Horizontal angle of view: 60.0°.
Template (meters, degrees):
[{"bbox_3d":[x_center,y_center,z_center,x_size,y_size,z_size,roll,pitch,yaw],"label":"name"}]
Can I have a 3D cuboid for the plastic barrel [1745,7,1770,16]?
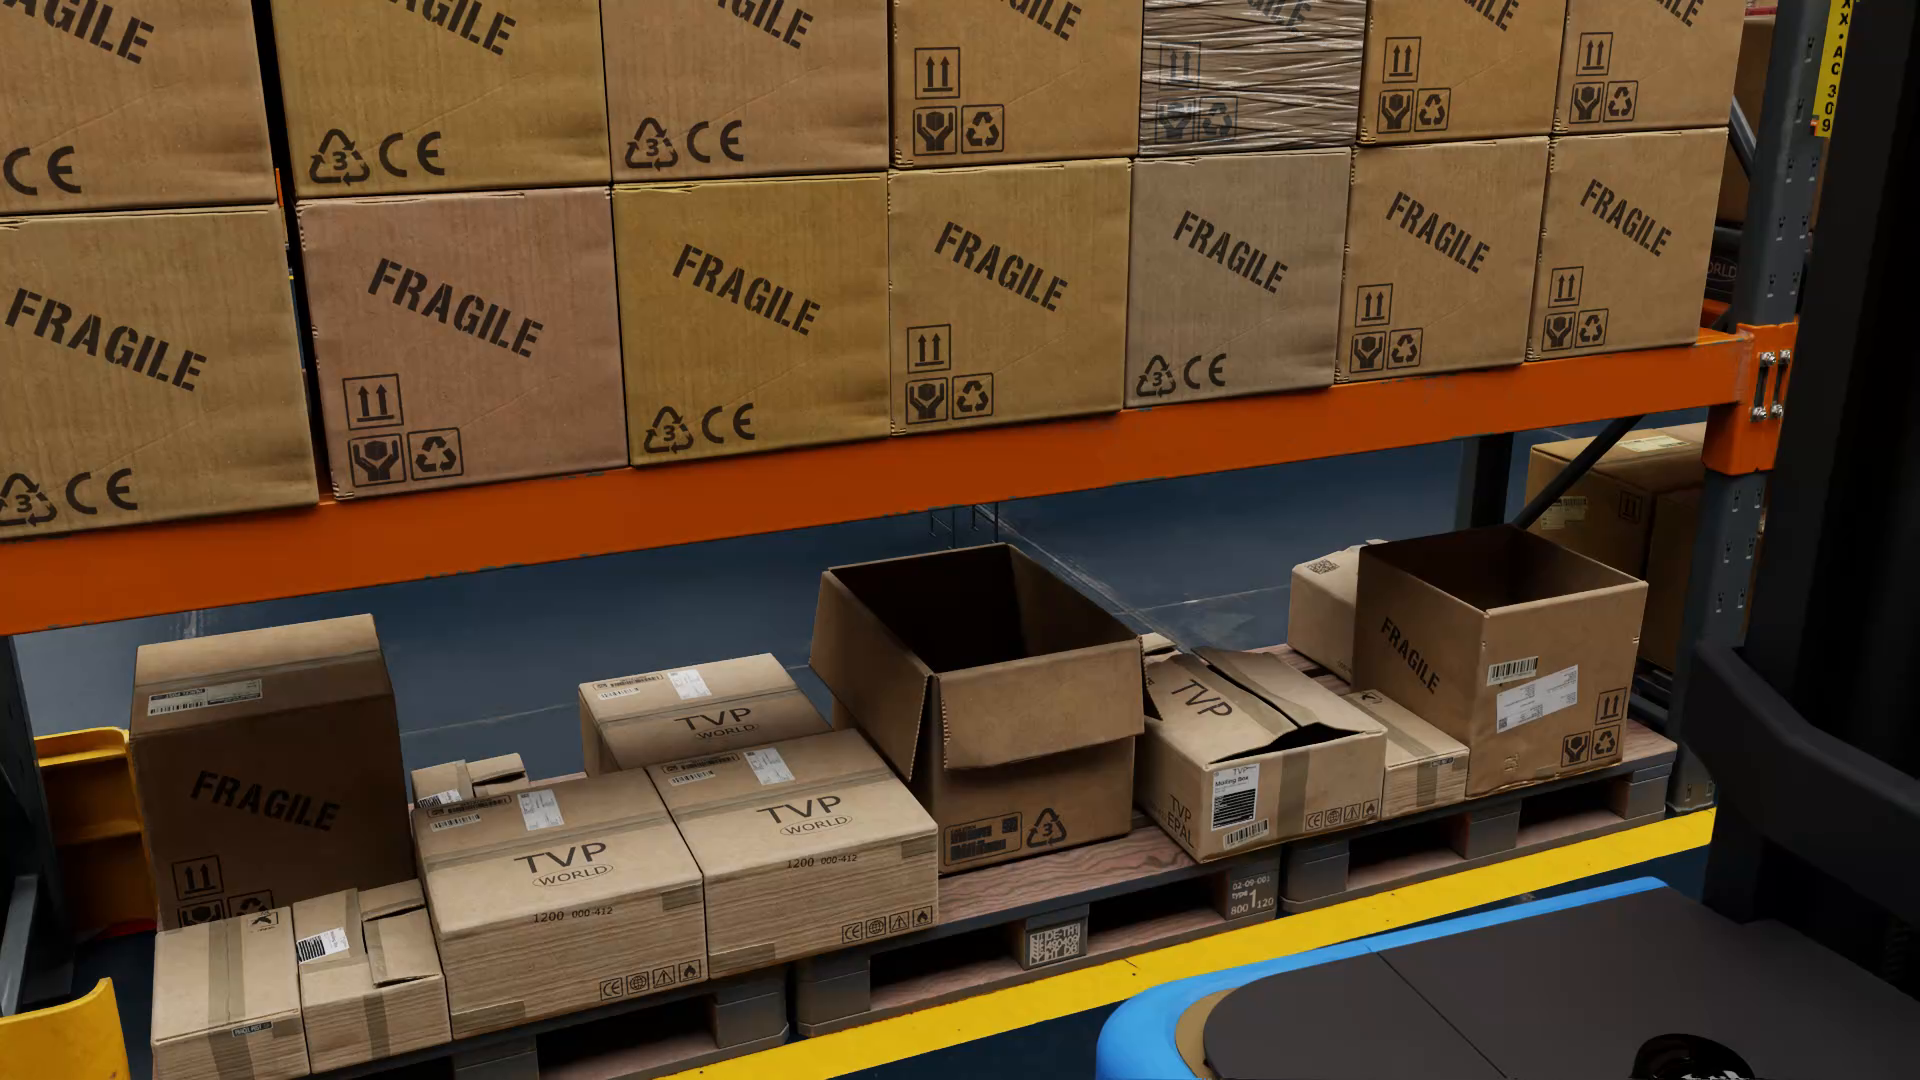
[{"bbox_3d":[5.122,-3.253,11.041,0.433,0.535,0.433,0,19,0],"label":"plastic barrel"}]

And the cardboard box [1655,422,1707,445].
[{"bbox_3d":[2.568,-0.082,5.339,0.500,0.500,0.500,-8,21,-22],"label":"cardboard box"}]

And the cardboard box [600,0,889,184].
[{"bbox_3d":[-0.451,-0.944,3.031,0.500,0.500,0.500,-8,21,-21],"label":"cardboard box"}]

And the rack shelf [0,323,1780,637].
[{"bbox_3d":[-0.065,-0.236,3.759,4.000,0.370,1.077,-8,21,-22],"label":"rack shelf"}]

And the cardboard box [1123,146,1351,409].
[{"bbox_3d":[0.470,-0.605,3.573,0.500,0.500,0.500,-8,21,-21],"label":"cardboard box"}]

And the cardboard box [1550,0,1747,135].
[{"bbox_3d":[1.409,-1.212,3.791,0.500,0.500,0.500,-8,21,-22],"label":"cardboard box"}]

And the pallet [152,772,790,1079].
[{"bbox_3d":[-1.100,0.888,3.682,1.213,0.211,1.003,-8,21,-22],"label":"pallet"}]

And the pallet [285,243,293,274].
[{"bbox_3d":[-5.119,-2.147,12.303,1.213,0.211,1.003,-8,21,-22],"label":"pallet"}]

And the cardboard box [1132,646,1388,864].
[{"bbox_3d":[0.672,0.482,4.021,0.500,0.311,0.500,-8,21,-22],"label":"cardboard box"}]

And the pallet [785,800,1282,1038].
[{"bbox_3d":[0.018,0.729,4.134,1.213,0.211,1.003,-8,21,-22],"label":"pallet"}]

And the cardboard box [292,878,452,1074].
[{"bbox_3d":[-1.151,0.834,3.242,0.250,0.166,0.380,-8,21,-22],"label":"cardboard box"}]

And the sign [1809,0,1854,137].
[{"bbox_3d":[1.993,-1.082,3.776,0.005,0.325,0.100,-8,21,-22],"label":"sign"}]

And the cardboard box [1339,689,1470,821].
[{"bbox_3d":[1.040,0.528,4.136,0.250,0.149,0.380,-8,21,-22],"label":"cardboard box"}]

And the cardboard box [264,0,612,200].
[{"bbox_3d":[-0.913,-0.880,2.849,0.500,0.500,0.500,-8,21,-21],"label":"cardboard box"}]

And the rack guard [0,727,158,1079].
[{"bbox_3d":[-1.832,0.857,3.336,0.348,0.500,1.175,-8,21,-22],"label":"rack guard"}]

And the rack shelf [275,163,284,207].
[{"bbox_3d":[-2.024,-1.747,8.050,4.000,0.370,1.077,-8,21,-22],"label":"rack shelf"}]

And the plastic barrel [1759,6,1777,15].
[{"bbox_3d":[5.519,-3.310,11.203,0.433,0.535,0.433,0,19,0],"label":"plastic barrel"}]

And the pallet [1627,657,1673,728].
[{"bbox_3d":[2.503,0.358,5.186,1.213,0.211,1.003,-8,21,-22],"label":"pallet"}]

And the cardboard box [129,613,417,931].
[{"bbox_3d":[-1.500,0.513,3.651,0.500,0.500,0.500,-8,21,-22],"label":"cardboard box"}]

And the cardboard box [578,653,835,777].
[{"bbox_3d":[-0.616,0.515,4.021,0.500,0.250,0.500,-8,21,-22],"label":"cardboard box"}]

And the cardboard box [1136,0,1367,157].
[{"bbox_3d":[0.477,-1.077,3.409,0.500,0.500,0.500,-8,21,-21],"label":"cardboard box"}]

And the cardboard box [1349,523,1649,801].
[{"bbox_3d":[1.360,0.295,4.270,0.500,0.500,0.500,-8,21,-22],"label":"cardboard box"}]

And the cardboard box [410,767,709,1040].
[{"bbox_3d":[-0.831,0.726,3.420,0.500,0.250,0.500,-8,21,-22],"label":"cardboard box"}]

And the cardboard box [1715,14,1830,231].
[{"bbox_3d":[2.295,-1.078,4.283,0.500,0.500,0.700,-17,26,-40],"label":"cardboard box"}]

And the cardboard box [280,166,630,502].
[{"bbox_3d":[-0.918,-0.407,3.010,0.500,0.500,0.500,-8,21,-22],"label":"cardboard box"}]

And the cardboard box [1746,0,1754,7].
[{"bbox_3d":[7.466,-5.407,16.763,0.500,0.500,0.875,-8,21,-22],"label":"cardboard box"}]

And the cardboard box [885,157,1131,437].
[{"bbox_3d":[0.004,-0.537,3.381,0.500,0.500,0.500,-8,21,-21],"label":"cardboard box"}]

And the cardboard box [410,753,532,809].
[{"bbox_3d":[-1.092,0.644,3.779,0.250,0.166,0.380,-8,21,-22],"label":"cardboard box"}]

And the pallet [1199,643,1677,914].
[{"bbox_3d":[1.140,0.567,4.594,1.213,0.211,1.003,-8,21,-22],"label":"pallet"}]

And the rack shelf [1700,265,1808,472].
[{"bbox_3d":[3.608,-0.762,5.253,4.000,0.370,1.077,-8,21,-22],"label":"rack shelf"}]

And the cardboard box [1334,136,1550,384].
[{"bbox_3d":[0.941,-0.673,3.767,0.500,0.500,0.500,-8,21,-20],"label":"cardboard box"}]

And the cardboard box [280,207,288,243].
[{"bbox_3d":[-5.266,-2.638,12.065,0.875,0.875,0.875,-8,21,-22],"label":"cardboard box"}]

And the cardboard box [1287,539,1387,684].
[{"bbox_3d":[1.300,0.212,4.791,0.500,0.311,0.500,-8,21,-22],"label":"cardboard box"}]

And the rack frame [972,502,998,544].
[{"bbox_3d":[0.097,-0.580,6.362,0.006,1.200,0.240,-8,21,-22],"label":"rack frame"}]

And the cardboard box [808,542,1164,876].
[{"bbox_3d":[0.048,0.380,4.022,0.637,0.503,0.797,-8,21,-22],"label":"cardboard box"}]

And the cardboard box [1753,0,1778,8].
[{"bbox_3d":[7.942,-5.460,16.913,0.500,0.500,0.875,-8,21,-22],"label":"cardboard box"}]

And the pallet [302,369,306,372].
[{"bbox_3d":[-3.088,-0.605,7.921,1.213,0.211,1.003,-8,21,-22],"label":"pallet"}]

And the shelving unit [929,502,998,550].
[{"bbox_3d":[0.013,-0.568,6.328,0.189,1.200,0.258,-8,21,-22],"label":"shelving unit"}]

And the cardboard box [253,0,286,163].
[{"bbox_3d":[-1.138,-1.040,3.303,0.500,0.500,0.500,-8,21,-20],"label":"cardboard box"}]

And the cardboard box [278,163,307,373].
[{"bbox_3d":[-1.123,-0.571,3.475,0.500,0.500,0.500,-8,21,-21],"label":"cardboard box"}]

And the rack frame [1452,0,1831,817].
[{"bbox_3d":[1.771,-0.838,4.387,0.127,3.000,1.000,-8,21,-22],"label":"rack frame"}]

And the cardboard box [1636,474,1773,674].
[{"bbox_3d":[2.312,0.144,4.698,0.500,0.500,0.500,-9,21,-24],"label":"cardboard box"}]

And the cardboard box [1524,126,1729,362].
[{"bbox_3d":[1.414,-0.742,3.961,0.500,0.500,0.500,-8,21,-21],"label":"cardboard box"}]

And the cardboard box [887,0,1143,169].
[{"bbox_3d":[0.015,-1.011,3.222,0.500,0.500,0.500,-8,21,-22],"label":"cardboard box"}]

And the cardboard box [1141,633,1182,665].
[{"bbox_3d":[0.510,0.397,4.483,0.250,0.166,0.380,-8,21,-22],"label":"cardboard box"}]

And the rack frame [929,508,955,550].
[{"bbox_3d":[-0.071,-0.556,6.294,0.006,1.200,0.240,-8,21,-22],"label":"rack frame"}]

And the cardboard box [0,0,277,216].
[{"bbox_3d":[-1.390,-0.809,2.647,0.500,0.500,0.500,-7,21,-20],"label":"cardboard box"}]

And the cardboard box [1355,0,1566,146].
[{"bbox_3d":[0.940,-1.143,3.597,0.500,0.500,0.500,-9,21,-23],"label":"cardboard box"}]

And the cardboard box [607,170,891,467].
[{"bbox_3d":[-0.456,-0.472,3.195,0.500,0.500,0.500,-8,21,-22],"label":"cardboard box"}]

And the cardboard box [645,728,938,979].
[{"bbox_3d":[-0.372,0.661,3.607,0.500,0.250,0.500,-8,21,-22],"label":"cardboard box"}]

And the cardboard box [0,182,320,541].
[{"bbox_3d":[-1.390,-0.337,2.813,0.500,0.500,0.500,-8,21,-21],"label":"cardboard box"}]

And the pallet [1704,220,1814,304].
[{"bbox_3d":[2.548,-0.820,4.622,1.213,0.211,1.003,-8,21,-22],"label":"pallet"}]

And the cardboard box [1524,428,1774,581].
[{"bbox_3d":[2.111,-0.019,5.161,0.500,0.500,0.500,-8,21,-22],"label":"cardboard box"}]

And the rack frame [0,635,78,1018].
[{"bbox_3d":[-1.902,-0.312,2.892,0.127,3.000,1.000,-8,21,-22],"label":"rack frame"}]

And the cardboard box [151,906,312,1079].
[{"bbox_3d":[-1.381,0.875,3.151,0.250,0.149,0.380,-8,21,-22],"label":"cardboard box"}]
